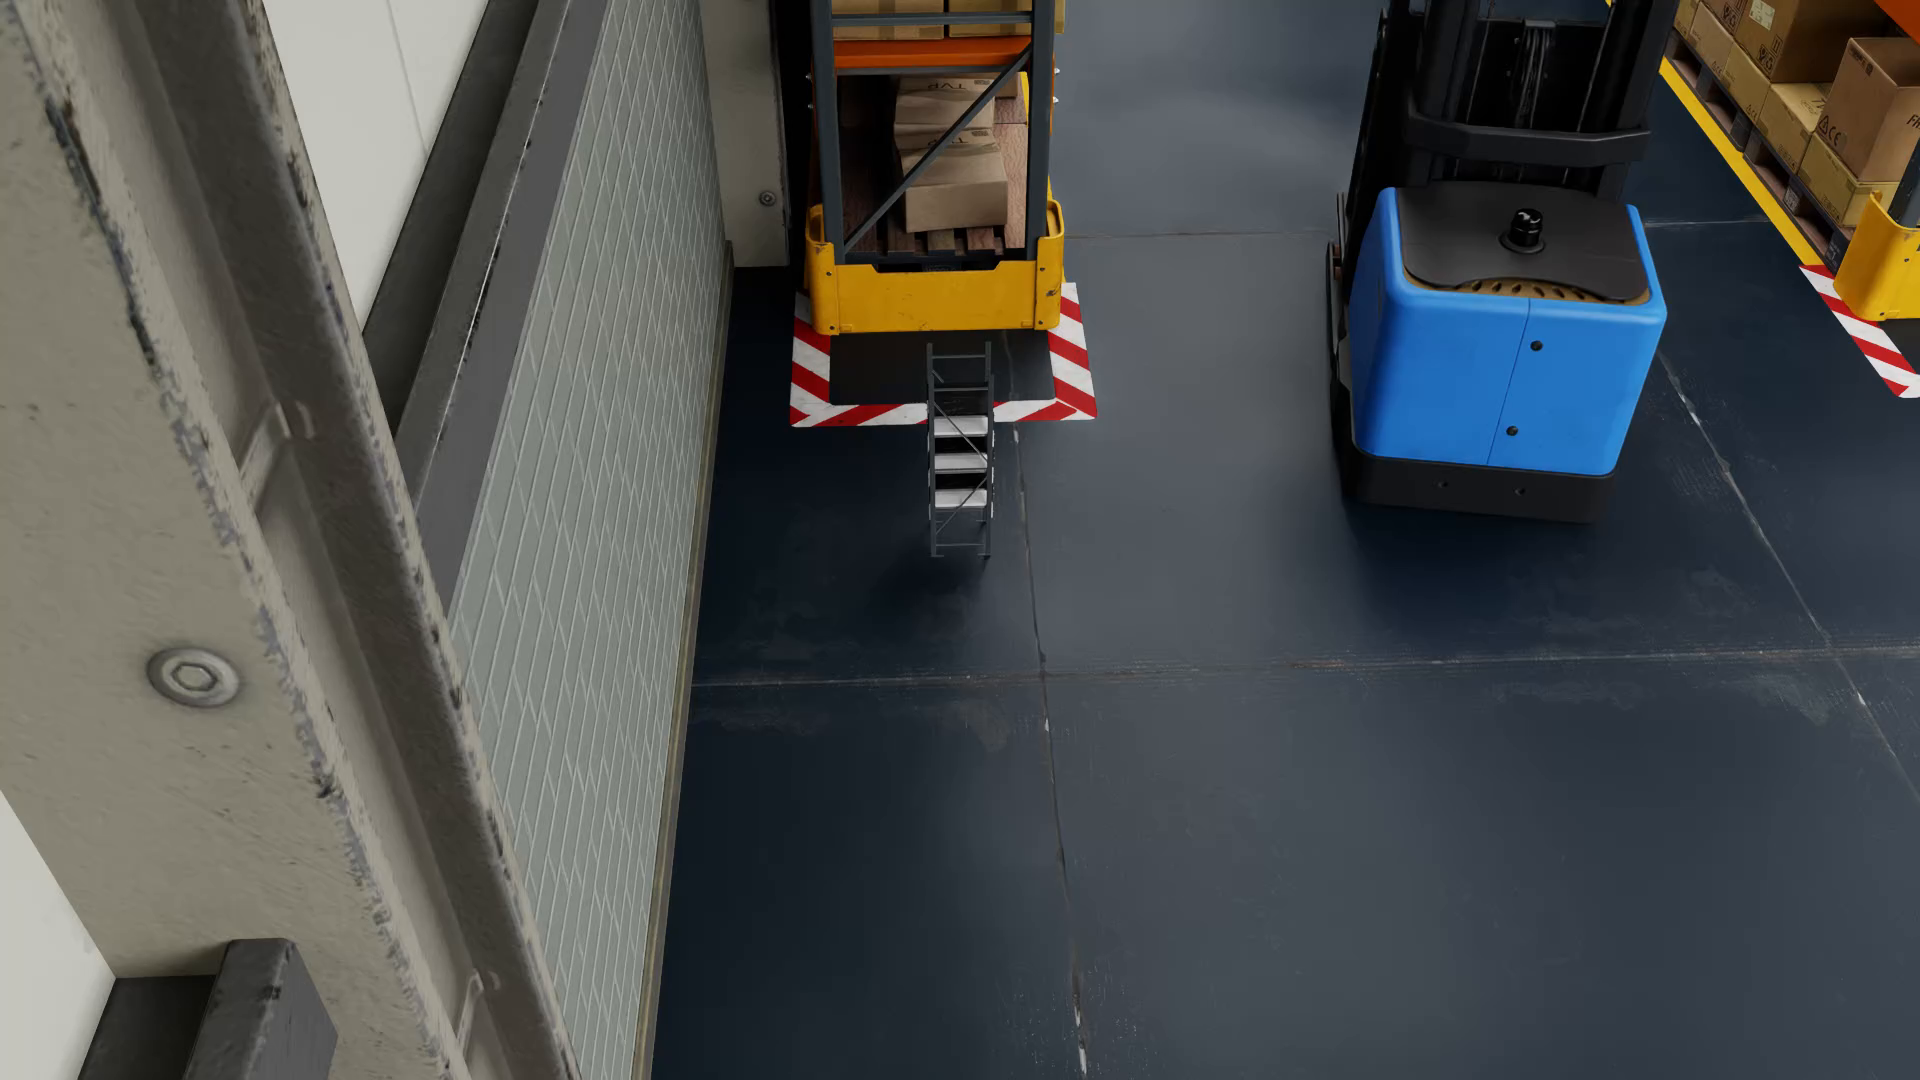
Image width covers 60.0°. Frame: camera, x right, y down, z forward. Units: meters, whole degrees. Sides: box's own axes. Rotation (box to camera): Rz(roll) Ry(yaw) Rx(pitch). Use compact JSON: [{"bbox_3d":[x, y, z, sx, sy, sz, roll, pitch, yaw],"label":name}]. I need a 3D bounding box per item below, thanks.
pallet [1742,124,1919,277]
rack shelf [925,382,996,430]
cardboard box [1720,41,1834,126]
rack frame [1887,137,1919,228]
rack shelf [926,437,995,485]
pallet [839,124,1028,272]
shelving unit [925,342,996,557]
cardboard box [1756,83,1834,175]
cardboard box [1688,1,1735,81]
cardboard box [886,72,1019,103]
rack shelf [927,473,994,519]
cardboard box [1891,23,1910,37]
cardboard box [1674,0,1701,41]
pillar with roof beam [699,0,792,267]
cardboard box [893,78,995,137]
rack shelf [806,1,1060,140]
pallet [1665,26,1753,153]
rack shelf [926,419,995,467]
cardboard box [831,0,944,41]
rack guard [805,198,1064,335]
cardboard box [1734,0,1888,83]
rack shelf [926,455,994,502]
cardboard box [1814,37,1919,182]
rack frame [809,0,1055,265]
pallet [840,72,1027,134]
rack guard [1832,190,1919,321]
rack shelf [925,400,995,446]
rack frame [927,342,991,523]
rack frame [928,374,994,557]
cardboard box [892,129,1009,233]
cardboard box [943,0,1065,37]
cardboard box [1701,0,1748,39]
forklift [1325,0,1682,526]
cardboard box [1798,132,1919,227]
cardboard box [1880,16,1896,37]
[{"bbox_3d":[4.761,-1.779,8.534,1.003,0.211,1.213,-2,43,-2],"label":"pallet"},{"bbox_3d":[0.000,-0.512,6.292,0.258,0.077,0.200,-2,43,-2],"label":"rack shelf"},{"bbox_3d":[4.461,-2.461,8.939,0.500,0.250,0.500,-2,43,-2],"label":"cardboard box"},{"bbox_3d":[4.836,-2.292,7.030,1.000,3.000,0.127,-2,43,-2],"label":"rack frame"},{"bbox_3d":[0.000,-0.313,6.474,0.258,0.077,0.200,-2,43,-2],"label":"rack shelf"},{"bbox_3d":[-0.116,-1.720,8.470,1.003,0.211,1.213,-2,43,-2],"label":"pallet"},{"bbox_3d":[0.000,-0.337,6.452,0.258,0.900,0.210,-2,43,-2],"label":"shelving unit"},{"bbox_3d":[4.484,-2.124,8.571,0.500,0.250,0.500,-2,43,-2],"label":"cardboard box"},{"bbox_3d":[4.442,-2.799,9.308,0.500,0.250,0.500,-2,43,-2],"label":"cardboard box"},{"bbox_3d":[-0.058,-2.739,9.043,0.700,0.500,0.500,-4,43,-4],"label":"cardboard box"},{"bbox_3d":[0.000,-0.180,6.596,0.258,0.077,0.200,-2,43,-2],"label":"rack shelf"},{"bbox_3d":[5.012,-2.415,8.334,0.500,0.500,0.500,-2,43,-2],"label":"cardboard box"},{"bbox_3d":[4.415,-3.136,9.676,0.500,0.250,0.500,-2,43,-2],"label":"cardboard box"},{"bbox_3d":[3.294,-4.930,5.469,9.100,9.000,0.400,-2,43,-2],"label":"pillar with roof beam"},{"bbox_3d":[-0.077,-2.173,8.565,0.500,0.311,0.500,2,43,2],"label":"cardboard box"},{"bbox_3d":[-0.198,-3.232,8.589,1.077,0.370,4.000,-2,43,-2],"label":"rack shelf"},{"bbox_3d":[4.713,-2.601,9.431,1.003,0.211,1.213,-2,43,-2],"label":"pallet"},{"bbox_3d":[0.000,-0.379,6.414,0.258,0.077,0.200,-2,43,-2],"label":"rack shelf"},{"bbox_3d":[-0.327,-2.409,7.255,0.500,0.250,0.500,-1,43,-1],"label":"cardboard box"},{"bbox_3d":[-0.117,-1.277,7.773,1.175,0.500,0.348,-2,43,-2],"label":"rack guard"},{"bbox_3d":[4.458,-2.738,8.686,0.500,0.500,0.500,-2,43,-2],"label":"cardboard box"},{"bbox_3d":[0.000,-0.246,6.535,0.258,0.077,0.200,-2,43,-2],"label":"rack shelf"},{"bbox_3d":[4.516,-2.063,7.950,0.500,0.500,0.500,-2,43,-2],"label":"cardboard box"},{"bbox_3d":[-0.113,-2.147,6.872,1.000,3.000,0.127,-2,43,-2],"label":"rack frame"},{"bbox_3d":[-0.165,-2.542,9.366,1.003,0.211,1.213,-2,43,-2],"label":"pallet"},{"bbox_3d":[4.837,-1.354,7.857,1.175,0.500,0.348,-2,43,-2],"label":"rack guard"},{"bbox_3d":[0.000,-0.445,6.353,0.258,0.077,0.200,-2,43,-2],"label":"rack shelf"},{"bbox_3d":[-0.005,-0.406,6.527,0.240,0.900,0.006,-2,43,-2],"label":"rack frame"},{"bbox_3d":[0.004,-0.269,6.377,0.240,0.900,0.006,-2,43,-2],"label":"rack frame"},{"bbox_3d":[-0.053,-1.788,8.145,0.500,0.311,0.500,-6,43,-7],"label":"cardboard box"},{"bbox_3d":[0.183,-2.438,7.286,0.500,0.250,0.500,-3,43,-3],"label":"cardboard box"},{"bbox_3d":[4.438,-3.075,9.054,0.500,0.500,0.500,-2,43,-2],"label":"cardboard box"},{"bbox_3d":[2.304,-2.138,6.913,1.130,2.935,3.031,6,43,6],"label":"forklift"},{"bbox_3d":[4.518,-1.786,8.203,0.500,0.250,0.500,-2,43,-2],"label":"cardboard box"},{"bbox_3d":[4.978,-2.752,8.702,0.500,0.500,0.500,-2,43,-2],"label":"cardboard box"}]
